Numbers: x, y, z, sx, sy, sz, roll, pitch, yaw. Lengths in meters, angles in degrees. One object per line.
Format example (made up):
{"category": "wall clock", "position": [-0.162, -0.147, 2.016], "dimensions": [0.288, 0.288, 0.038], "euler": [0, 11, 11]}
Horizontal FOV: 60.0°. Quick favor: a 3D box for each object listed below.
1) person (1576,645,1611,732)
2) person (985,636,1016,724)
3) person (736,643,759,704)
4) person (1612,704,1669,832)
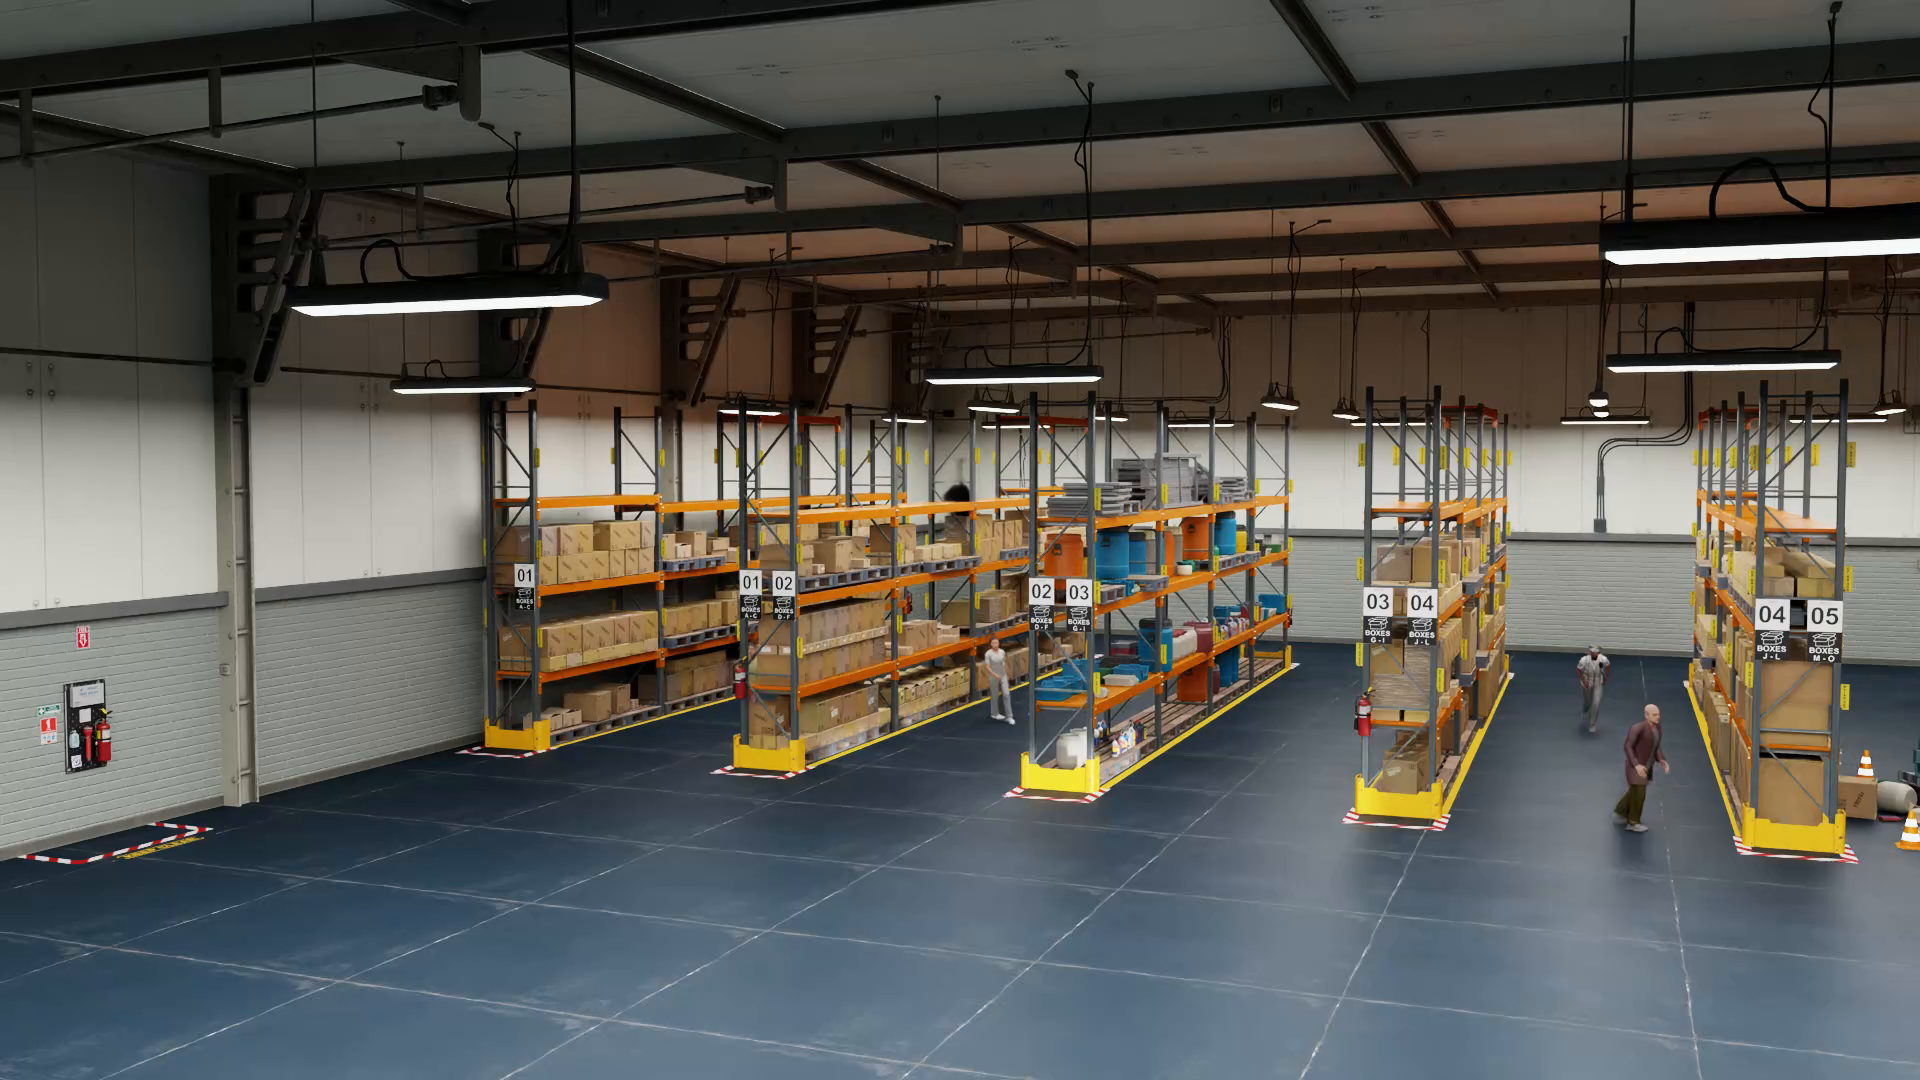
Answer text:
{"category": "person", "position": [11.696, 2.712, 30.780], "dimensions": [0.601, 1.623, 0.959], "euler": [0, 3, 7]}
{"category": "person", "position": [0.711, 2.604, 31.234], "dimensions": [0.521, 1.620, 0.909], "euler": [-1, 3, -15]}
{"category": "person", "position": [-3.855, 2.690, 30.747], "dimensions": [0.581, 1.609, 0.557], "euler": [0, 3, 1]}
{"category": "person", "position": [9.093, 3.036, 22.376], "dimensions": [0.721, 1.729, 0.766], "euler": [-2, 3, -35]}
